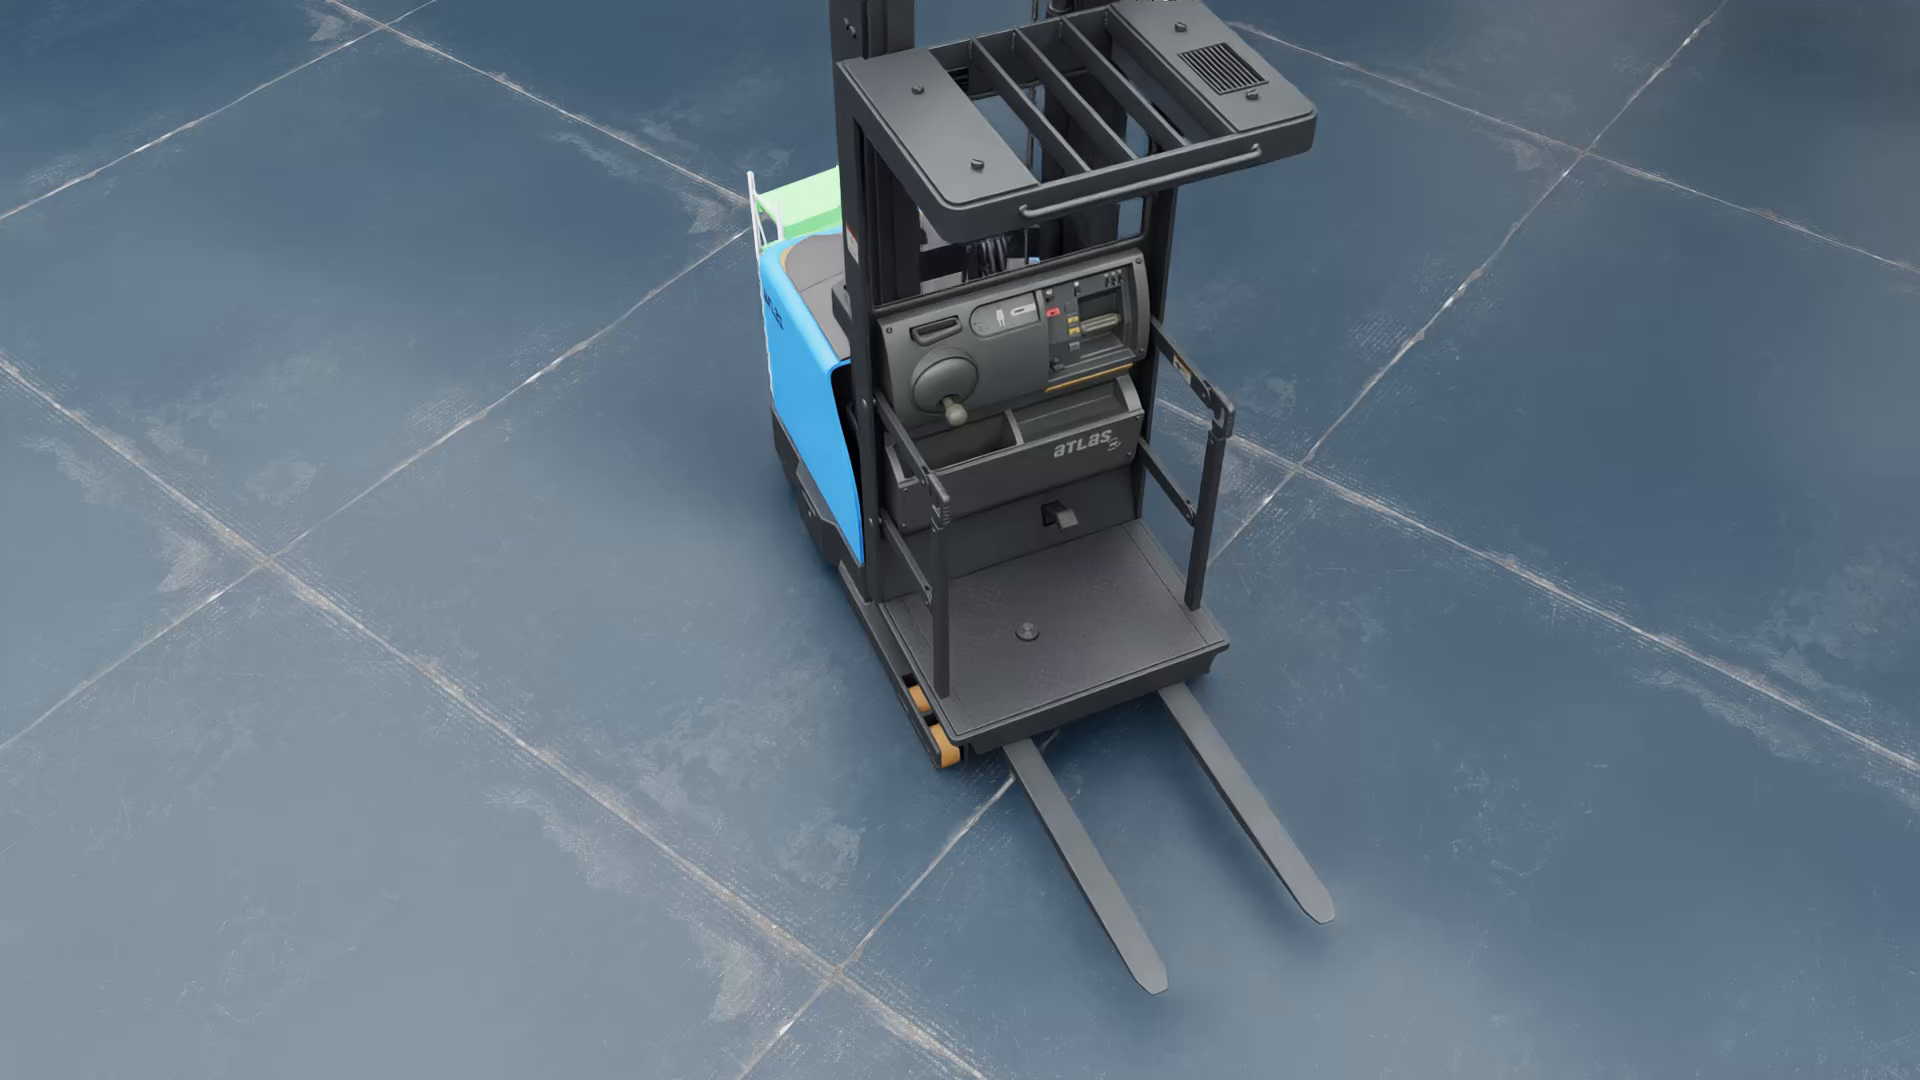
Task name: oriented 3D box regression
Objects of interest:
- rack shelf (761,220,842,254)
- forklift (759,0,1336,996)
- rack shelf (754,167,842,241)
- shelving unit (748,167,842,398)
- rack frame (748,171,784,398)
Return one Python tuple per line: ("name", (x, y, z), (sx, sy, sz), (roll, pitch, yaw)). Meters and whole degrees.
("rack shelf", (-0.549, -1.161, 6.785), (0.480, 0.148, 0.258), (-25, 51, -22))
("forklift", (0.280, -0.558, 5.256), (1.130, 2.935, 3.031), (-18, 49, -16))
("rack shelf", (-0.549, -1.327, 6.612), (0.480, 0.148, 0.258), (-25, 51, -22))
("shelving unit", (-0.549, -1.039, 6.913), (0.503, 1.200, 0.258), (-25, 51, -22))
("rack frame", (-0.753, -0.943, 6.820), (0.015, 1.200, 0.240), (-25, 51, -22))
